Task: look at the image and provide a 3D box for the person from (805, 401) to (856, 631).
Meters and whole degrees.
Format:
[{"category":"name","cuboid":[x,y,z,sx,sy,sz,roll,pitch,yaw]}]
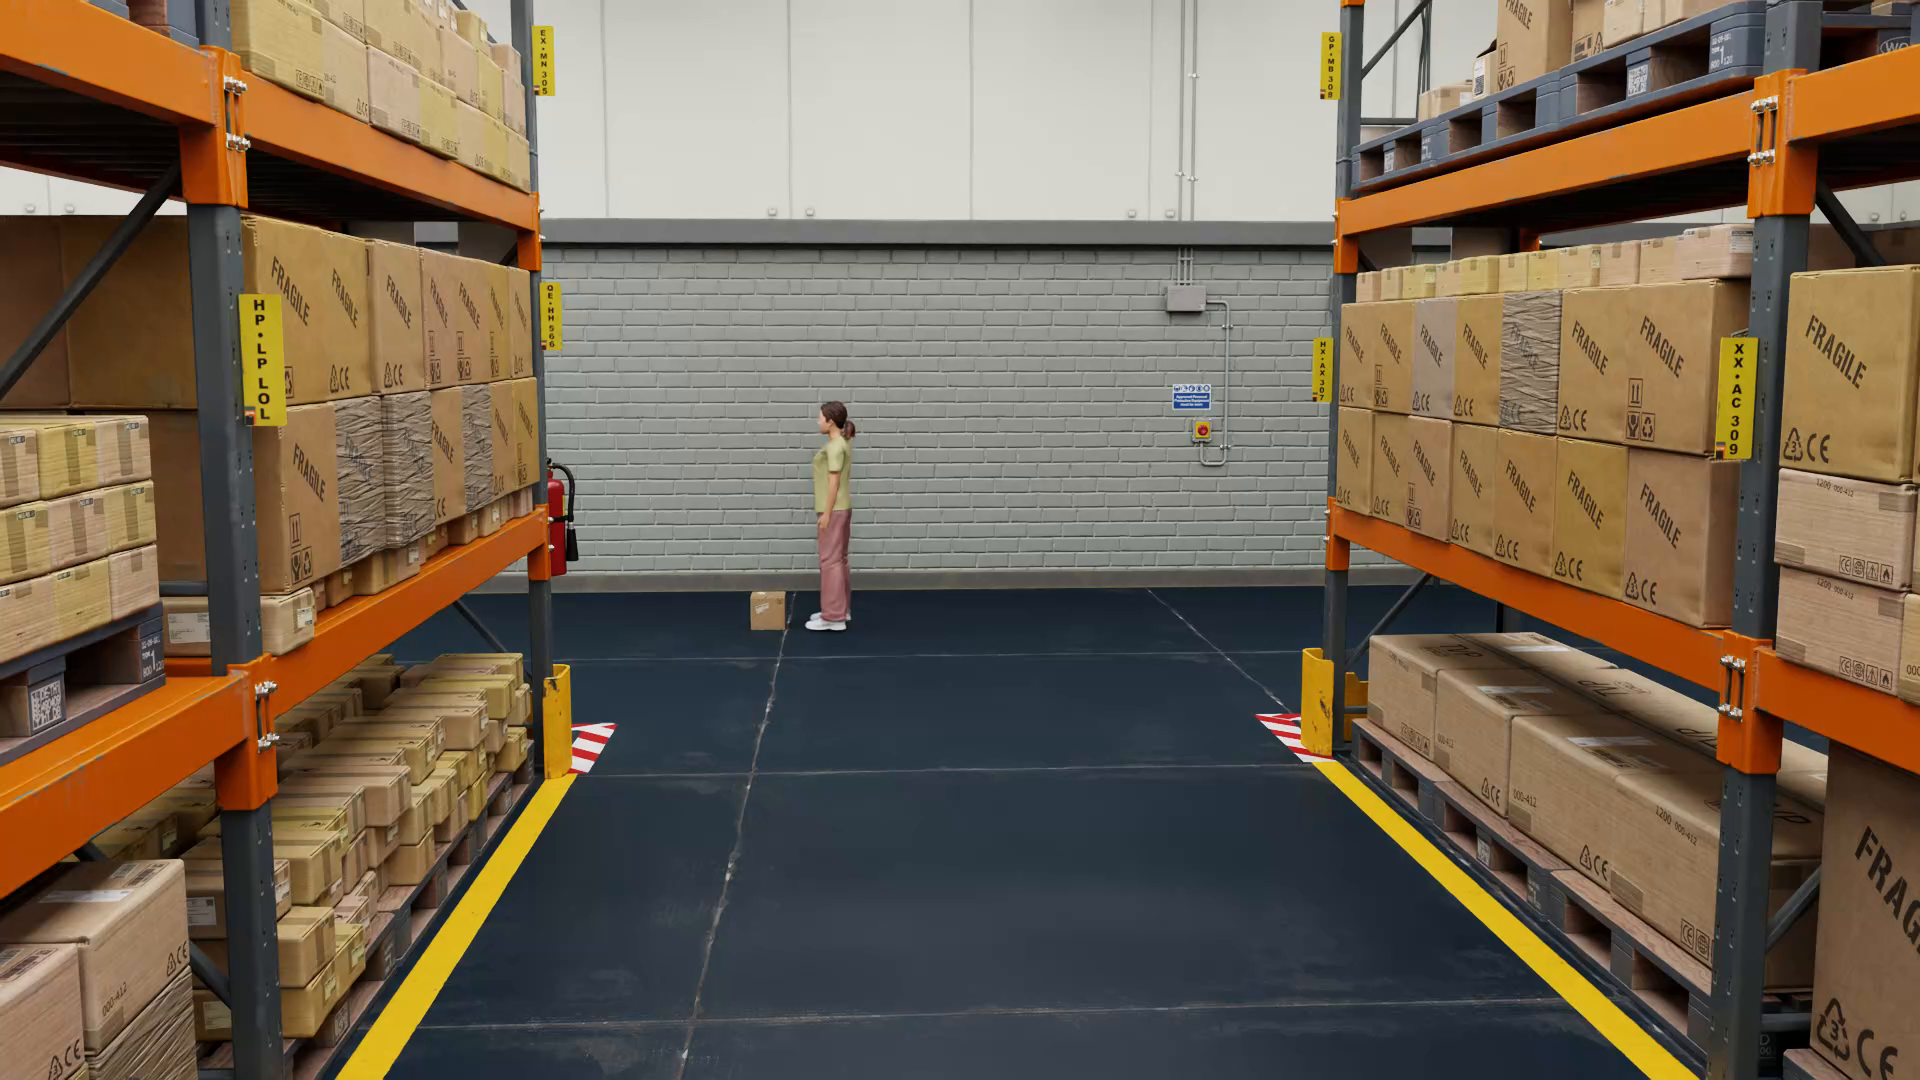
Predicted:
[{"category":"person","cuboid":[-0.956,-0.187,12.265,0.402,1.676,0.540,1,7,7]}]
